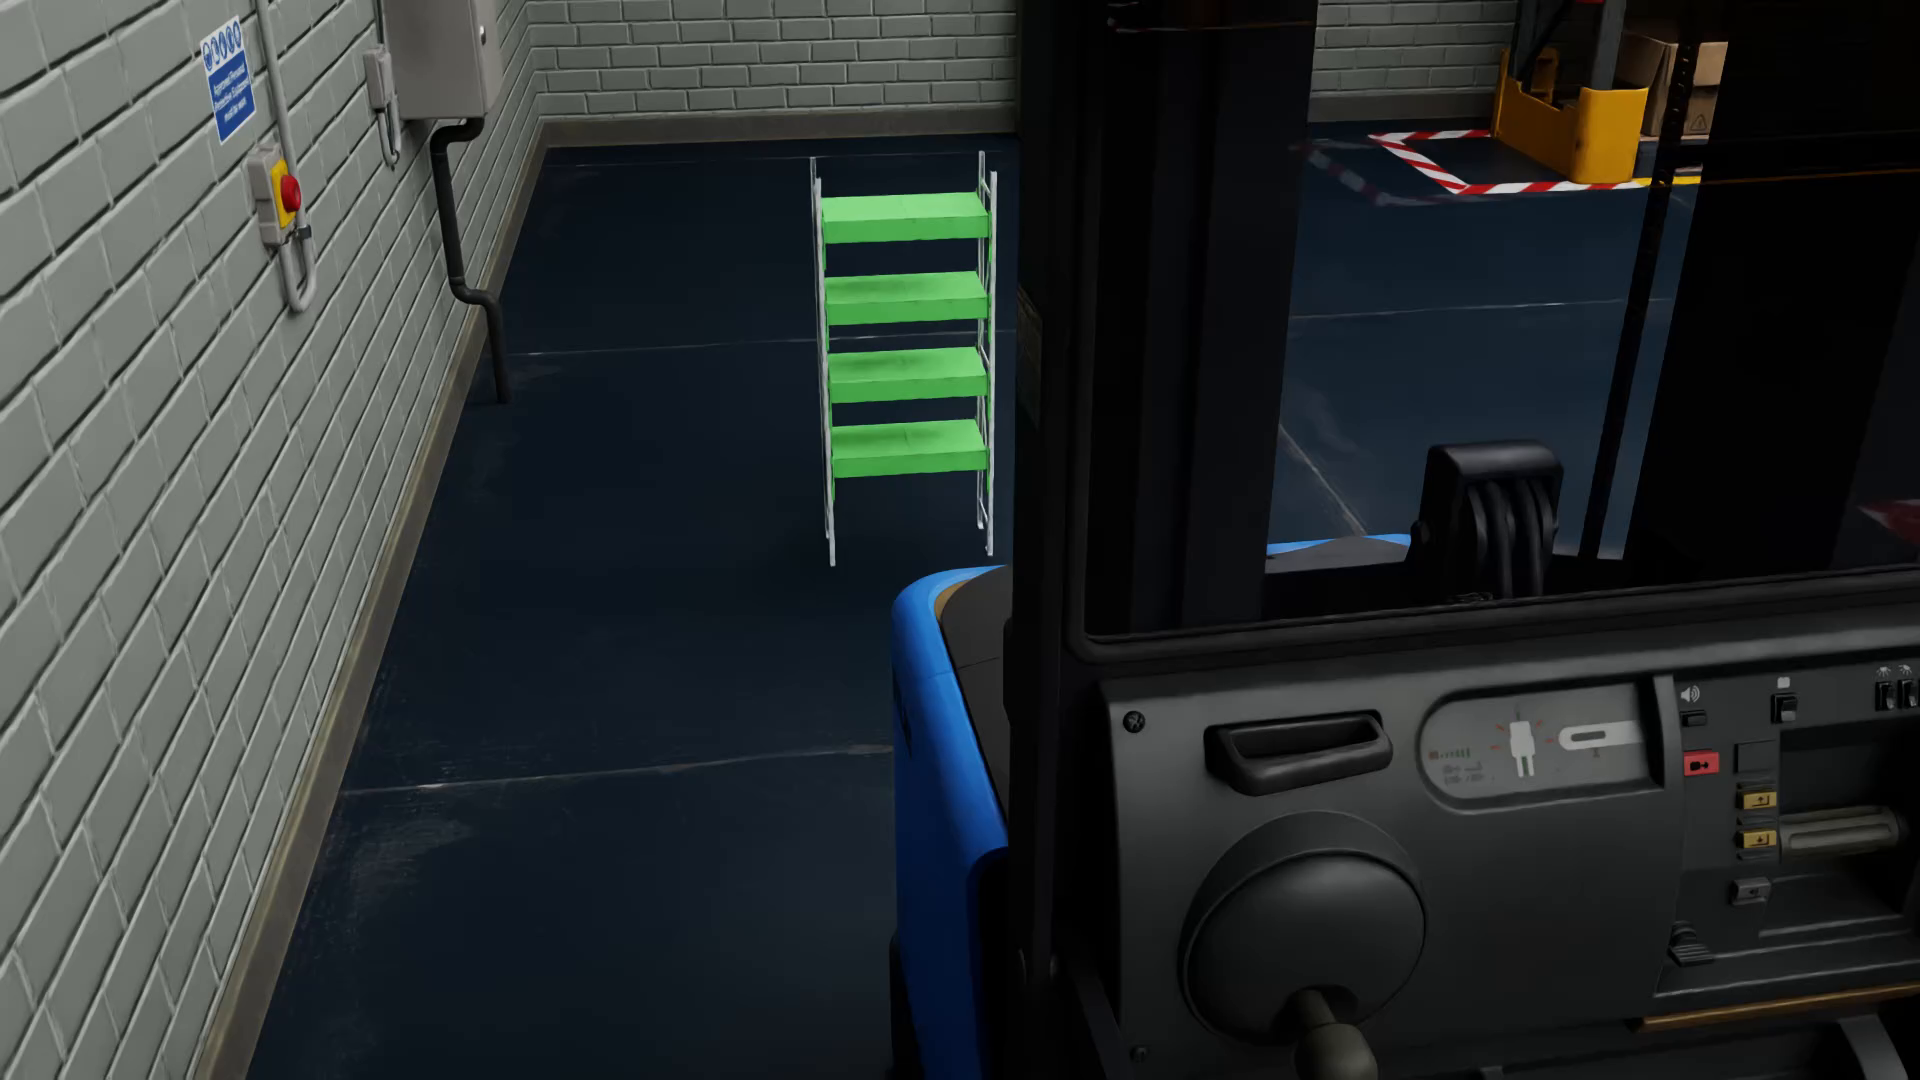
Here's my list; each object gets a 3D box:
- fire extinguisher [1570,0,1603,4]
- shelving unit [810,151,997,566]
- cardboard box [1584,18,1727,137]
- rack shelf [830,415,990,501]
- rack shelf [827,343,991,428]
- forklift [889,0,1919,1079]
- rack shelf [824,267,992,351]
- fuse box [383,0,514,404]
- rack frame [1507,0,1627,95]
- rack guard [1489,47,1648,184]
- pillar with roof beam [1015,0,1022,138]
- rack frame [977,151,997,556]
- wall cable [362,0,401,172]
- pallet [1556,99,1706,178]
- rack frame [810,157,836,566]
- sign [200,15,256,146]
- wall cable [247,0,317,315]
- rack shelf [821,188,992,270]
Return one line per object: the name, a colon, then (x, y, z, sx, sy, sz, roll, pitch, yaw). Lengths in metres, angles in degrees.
fire extinguisher: (3.263, -3.107, 8.513, 0.183, 0.674, 0.296, -4, 27, -7)
shelving unit: (-0.164, -0.523, 4.956, 0.503, 1.200, 0.258, -4, 27, -7)
cardboard box: (3.963, -2.598, 9.302, 0.637, 0.503, 0.797, -5, 28, -9)
rack shelf: (-0.164, -0.253, 5.094, 0.480, 0.148, 0.258, -4, 27, -7)
rack shelf: (-0.164, -0.466, 4.985, 0.480, 0.148, 0.258, -4, 27, -7)
forklift: (0.633, 0.328, 1.400, 1.130, 2.935, 3.031, -5, 28, -9)
rack shelf: (-0.164, -0.680, 4.875, 0.480, 0.148, 0.258, -4, 27, -7)
fuse box: (-1.689, -1.298, 5.906, 0.414, 1.711, 0.539, -4, 27, -7)
rack frame: (3.344, -3.526, 8.835, 0.127, 3.000, 1.000, -4, 27, -7)
rack guard: (3.419, -2.418, 9.415, 0.348, 0.500, 1.175, -4, 27, -7)
pillar with roof beam: (1.148, -4.485, 4.133, 0.400, 9.000, 9.100, -4, 27, -7)
rack frame: (0.078, -0.539, 4.986, 0.015, 1.200, 0.240, -4, 27, -7)
wall cable: (-1.750, -2.005, 4.759, 0.122, 1.984, 0.588, -4, 27, -7)
pallet: (4.209, -2.341, 9.581, 1.213, 0.211, 1.003, -4, 27, -7)
rack frame: (-0.406, -0.508, 4.925, 0.015, 1.200, 0.240, -4, 27, -7)
sign: (-1.595, -1.007, 3.631, 0.001, 0.218, 0.327, -4, 27, -7)
wall cable: (-1.541, -1.379, 3.504, 0.123, 1.953, 0.585, -4, 27, -7)
rack shelf: (-0.164, -0.894, 4.766, 0.480, 0.148, 0.258, -4, 27, -7)
